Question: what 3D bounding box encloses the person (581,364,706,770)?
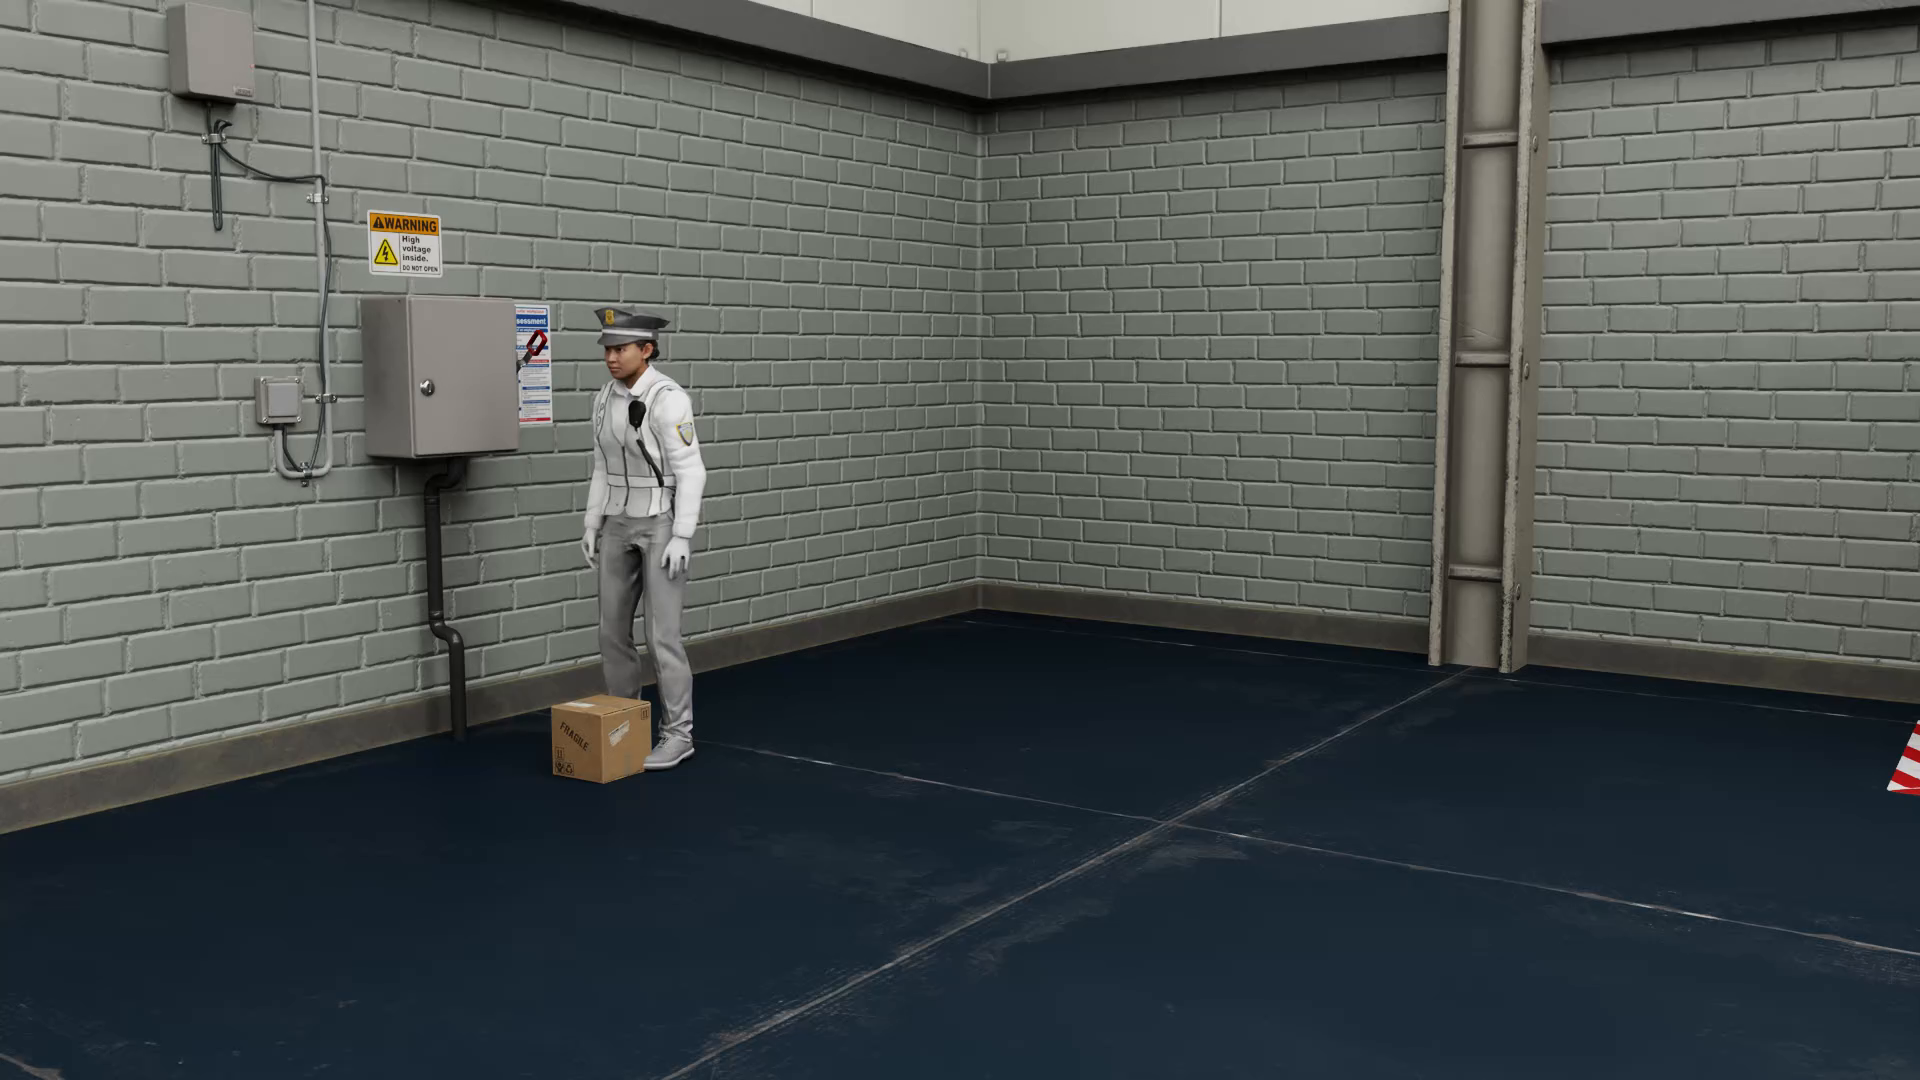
[{"bbox_3d":[-1.161,0.125,6.120,0.528,1.385,0.358,4,8,34],"label":"person"}]
